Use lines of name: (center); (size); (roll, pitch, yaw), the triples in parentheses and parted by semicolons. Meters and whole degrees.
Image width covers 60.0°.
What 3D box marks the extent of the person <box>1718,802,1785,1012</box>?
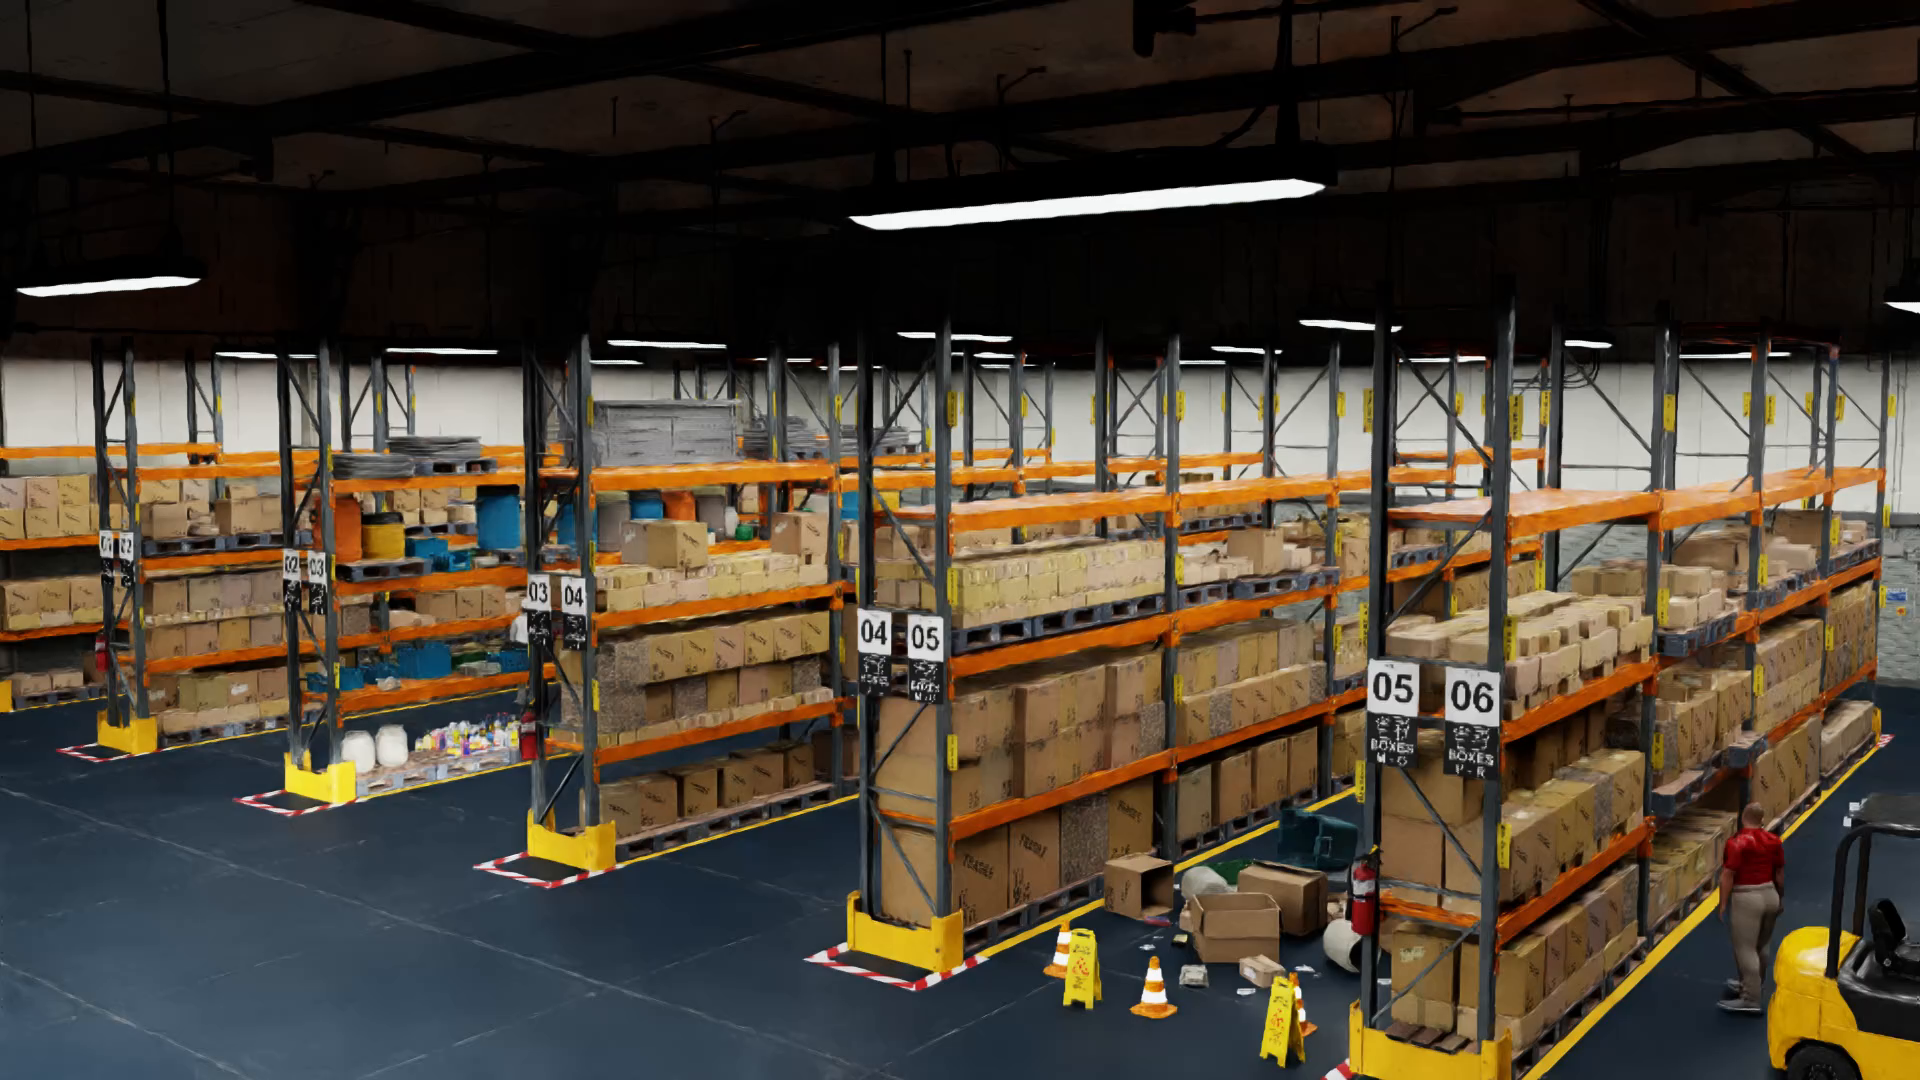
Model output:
person: (6.678, 3.065, 14.096); (0.654, 1.723, 0.586); (-2, 5, -20)

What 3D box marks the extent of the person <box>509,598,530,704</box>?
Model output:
person: (-7.266, 1.841, 27.901); (0.578, 1.775, 0.494); (-2, 5, -22)
